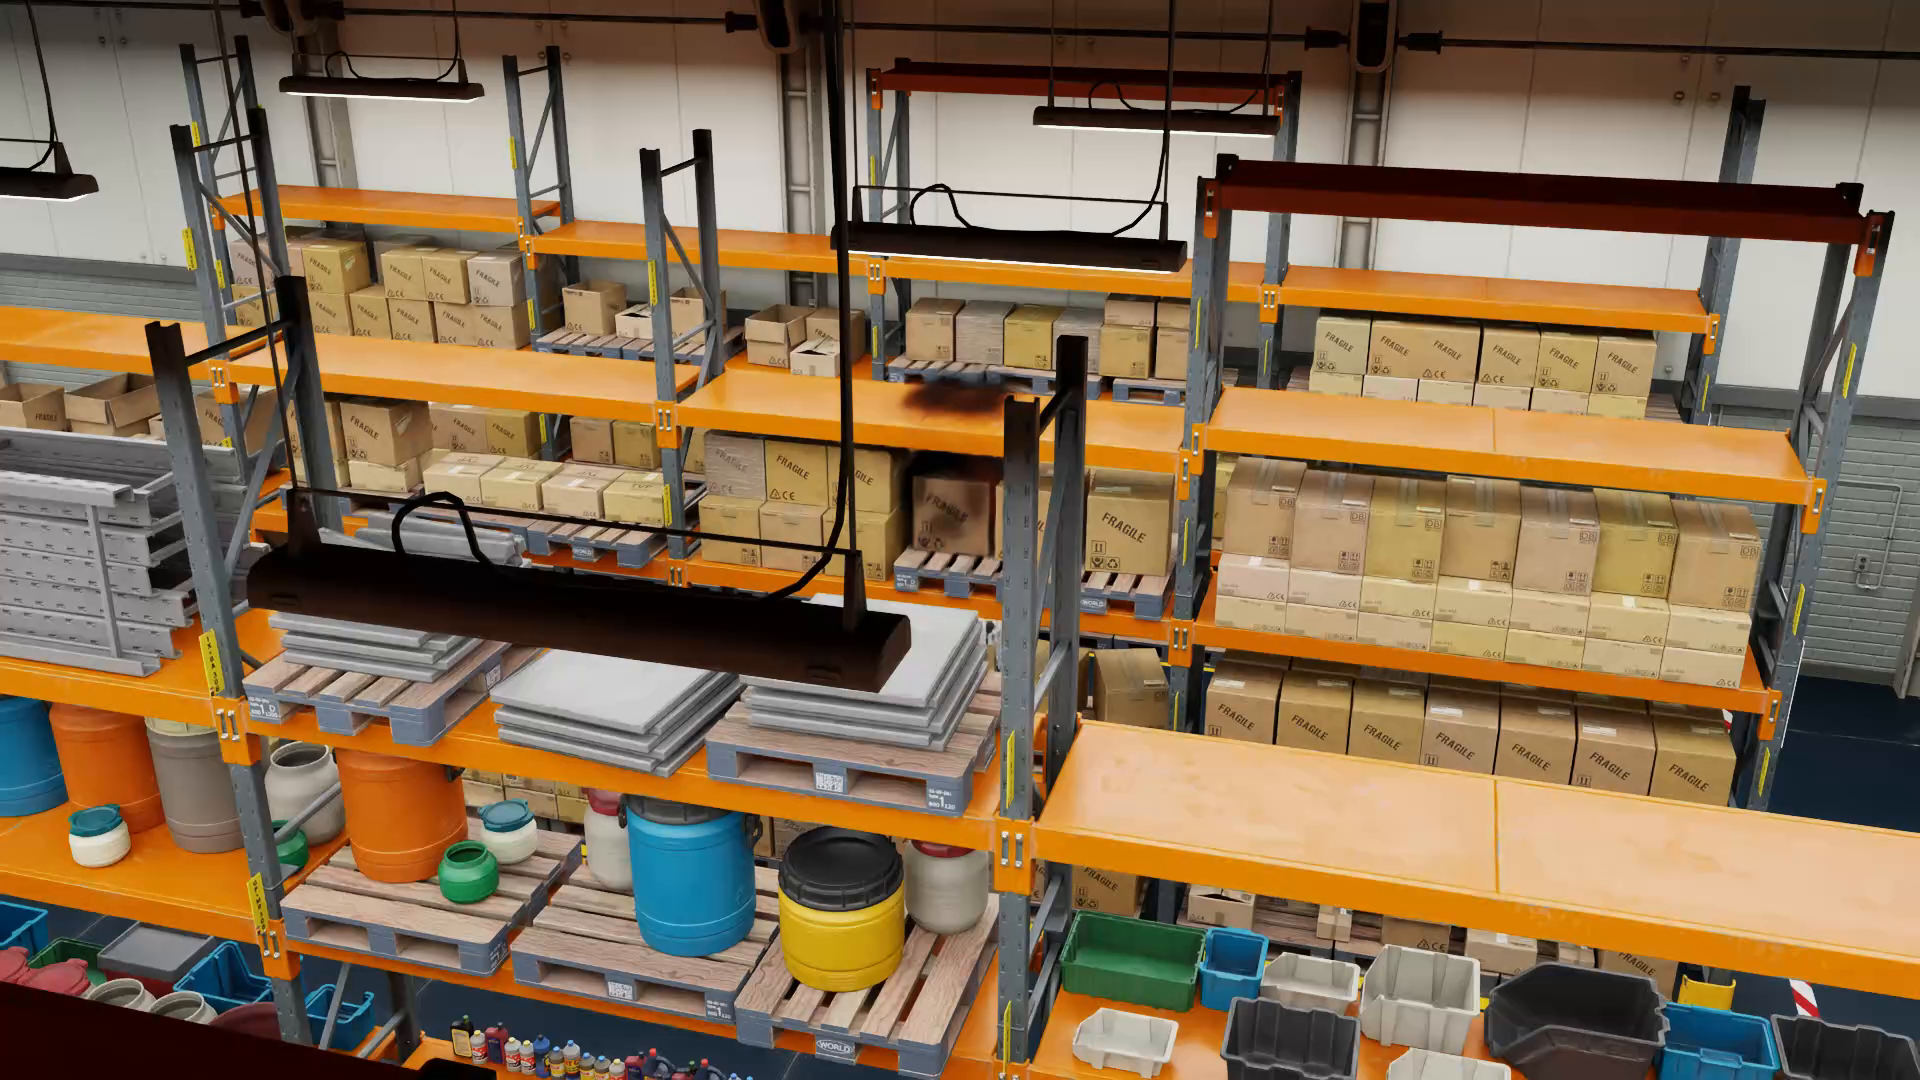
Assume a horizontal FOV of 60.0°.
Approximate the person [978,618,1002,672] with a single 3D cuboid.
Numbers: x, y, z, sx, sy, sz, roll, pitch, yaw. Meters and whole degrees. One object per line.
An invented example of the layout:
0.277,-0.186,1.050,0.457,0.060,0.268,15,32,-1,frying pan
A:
0.188,1.202,15.514,0.619,1.764,0.588,-16,27,-33,person
